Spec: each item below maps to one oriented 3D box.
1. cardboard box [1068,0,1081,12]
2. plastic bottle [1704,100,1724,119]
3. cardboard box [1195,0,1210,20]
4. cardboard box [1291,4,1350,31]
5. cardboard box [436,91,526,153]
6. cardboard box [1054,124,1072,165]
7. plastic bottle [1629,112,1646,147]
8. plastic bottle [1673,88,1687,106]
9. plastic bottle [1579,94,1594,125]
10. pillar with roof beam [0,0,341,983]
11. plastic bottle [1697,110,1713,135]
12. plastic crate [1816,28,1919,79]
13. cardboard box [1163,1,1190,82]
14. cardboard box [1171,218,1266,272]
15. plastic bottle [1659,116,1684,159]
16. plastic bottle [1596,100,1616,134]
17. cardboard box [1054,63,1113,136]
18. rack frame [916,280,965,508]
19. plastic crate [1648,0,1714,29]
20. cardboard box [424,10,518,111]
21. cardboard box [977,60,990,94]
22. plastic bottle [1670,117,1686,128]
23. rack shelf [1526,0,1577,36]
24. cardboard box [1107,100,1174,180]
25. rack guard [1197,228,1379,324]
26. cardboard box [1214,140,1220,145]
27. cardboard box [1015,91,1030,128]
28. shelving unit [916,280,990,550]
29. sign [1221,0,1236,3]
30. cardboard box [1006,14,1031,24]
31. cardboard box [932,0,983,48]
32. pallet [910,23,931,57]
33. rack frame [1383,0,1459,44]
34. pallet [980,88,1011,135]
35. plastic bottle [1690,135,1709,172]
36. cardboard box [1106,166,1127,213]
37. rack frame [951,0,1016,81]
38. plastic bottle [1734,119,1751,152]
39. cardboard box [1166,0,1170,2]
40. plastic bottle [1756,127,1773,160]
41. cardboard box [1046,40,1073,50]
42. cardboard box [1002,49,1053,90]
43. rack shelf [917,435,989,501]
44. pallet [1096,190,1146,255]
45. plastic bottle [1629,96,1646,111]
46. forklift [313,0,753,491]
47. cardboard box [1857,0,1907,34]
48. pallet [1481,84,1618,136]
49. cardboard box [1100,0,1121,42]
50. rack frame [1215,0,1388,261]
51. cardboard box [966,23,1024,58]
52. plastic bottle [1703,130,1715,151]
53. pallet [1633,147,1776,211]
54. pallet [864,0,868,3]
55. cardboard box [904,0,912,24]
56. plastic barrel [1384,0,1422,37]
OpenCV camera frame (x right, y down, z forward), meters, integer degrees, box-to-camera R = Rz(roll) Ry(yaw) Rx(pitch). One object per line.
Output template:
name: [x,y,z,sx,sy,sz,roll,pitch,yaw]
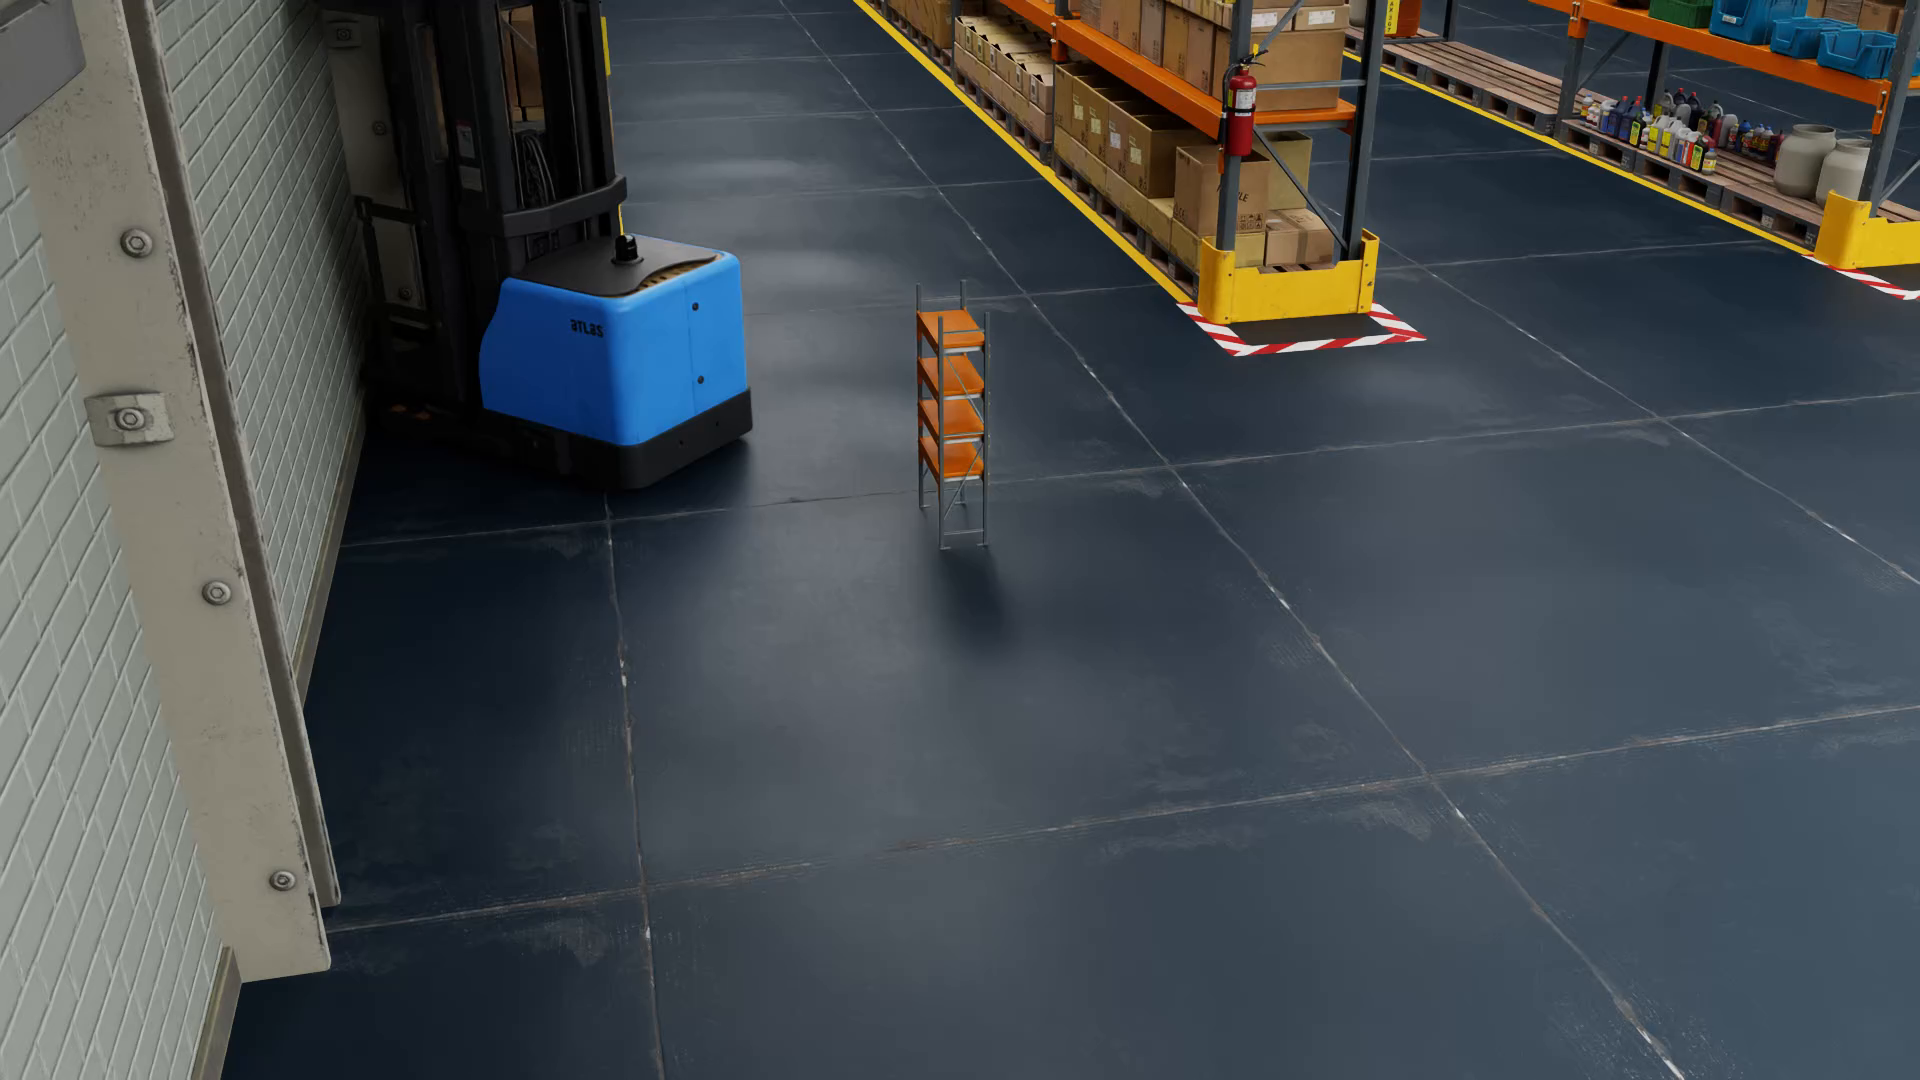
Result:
cardboard box: [1.154,-4.820,14.638,0.500,0.250,0.500,-4,27,-8]
plastic bottle: [6.677,-3.711,14.726,0.144,0.351,0.185,-6,27,-12]
cardboard box: [1.820,-3.629,11.280,0.380,0.149,0.250,-6,27,-12]
cardboard box: [2.331,-3.448,10.921,0.380,0.149,0.250,-6,27,-12]
cardboard box: [-2.910,-2.542,10.102,0.500,0.250,0.500,-6,27,-11]
cardboard box: [1.117,-3.401,14.245,0.500,0.250,0.500,-6,27,-12]
plastic bottle: [5.952,-3.605,14.589,0.061,0.283,0.133,-5,27,-9]
plastic bottle: [6.561,-3.937,15.173,0.144,0.351,0.185,-7,28,-13]
plastic bottle: [5.779,-3.971,15.328,0.097,0.271,0.097,0,27,0]
pillar with roof beam: [1.930,-3.116,4.436,9.100,9.000,0.400,-6,27,-12]
plastic bottle: [6.583,-3.660,14.698,0.061,0.283,0.133,-6,27,-12]
plastic crate: [6.632,-3.544,12.107,0.499,0.251,0.616,-6,27,-12]
cardboard box: [1.887,-3.619,11.980,0.700,0.500,0.500,-6,27,-11]
cardboard box: [1.801,-2.085,11.637,0.500,0.250,0.500,-6,27,-12]
plastic bottle: [6.093,-3.443,14.194,0.144,0.351,0.185,-5,27,-9]
plastic bottle: [5.879,-3.834,15.051,0.152,0.276,0.135,-5,27,-10]
cardboard box: [1.107,-3.735,14.074,0.500,0.500,0.500,-6,27,-12]
rack frame: [-0.092,-0.715,8.336,0.240,1.200,0.015,-6,27,-12]
plastic crate: [6.166,-4.458,13.988,0.450,0.188,0.662,-6,27,-12]
cardboard box: [-2.929,-2.877,9.933,0.500,0.500,0.500,-6,27,-12]
cardboard box: [0.476,-4.684,16.786,0.500,0.250,0.500,-7,28,-13]
plastic bottle: [6.189,-3.517,14.425,0.152,0.276,0.135,-6,27,-12]
rack shelf: [5.684,-5.734,17.079,1.077,0.370,4.000,-6,27,-12]
cardboard box: [1.448,-3.077,12.770,0.500,0.500,0.500,-6,27,-12]
rack guard: [2.215,-1.793,11.248,1.175,0.500,0.348,-6,27,-12]
cardboard box: [2.066,-2.910,12.439,0.500,0.500,0.500,-6,27,-12]
cardboard box: [0.820,-4.010,15.452,0.500,0.250,0.500,-6,27,-12]
shelving unit: [-0.037,-0.608,8.124,0.258,1.200,0.503,-6,27,-12]
sign: [1.678,-3.493,10.294,0.100,0.325,0.005,-6,27,-12]
cardboard box: [0.765,-5.437,17.656,0.500,0.311,0.500,-5,27,-10]
cardboard box: [-0.033,-5.899,18.894,0.500,0.500,0.500,-5,27,-10]
pallet: [0.004,-6.053,20.008,1.003,0.211,1.213,-6,27,-12]
rack frame: [5.233,-6.933,18.657,1.000,3.000,0.127,-6,27,-12]
pallet: [0.826,-4.287,16.509,1.003,0.211,1.213,-6,27,-12]
plastic bottle: [6.151,-3.216,13.819,0.061,0.283,0.133,-5,27,-10]
cardboard box: [1.451,-2.742,12.940,0.500,0.250,0.500,-6,27,-12]
rack frame: [0.407,-6.432,17.664,1.000,3.000,0.127,-6,27,-12]
plastic bottle: [6.786,-3.510,14.415,0.097,0.271,0.097,0,27,0]
cardboard box: [1.644,-3.970,11.957,0.380,0.149,0.250,-5,27,-10]
plastic bottle: [6.854,-3.377,14.152,0.097,0.271,0.097,0,27,0]
cardboard box: [1.110,-4.767,16.329,0.500,0.311,0.500,-5,27,-10]
cardboard box: [0.704,-4.482,15.763,0.500,0.311,0.500,-6,27,-12]
rack shelf: [-0.037,-0.371,8.243,0.258,0.148,0.480,-6,27,-12]
pallet: [1.725,-2.541,13.049,1.003,0.211,1.213,-6,27,-12]
plastic bottle: [6.053,-3.809,14.919,0.144,0.351,0.185,-6,27,-12]
forklift: [-2.689,-2.045,9.049,3.031,2.935,1.130,15,31,28]
cardboard box: [10.501,-5.734,18.567,0.700,0.500,0.500,-4,27,-7]
pallet: [5.920,-4.273,16.481,1.003,0.211,1.213,-6,27,-12]
cardboard box: [1.539,-4.295,13.320,0.700,0.500,0.500,-6,27,-12]
rack frame: [2.209,-2.920,10.705,1.000,3.000,0.127,-6,27,-12]
cardboard box: [0.365,-5.152,17.092,0.500,0.311,0.500,-7,28,-13]
plastic bottle: [6.269,-3.291,13.967,0.061,0.283,0.133,-6,27,-12]
pallet: [6.524,-3.096,14.150,1.003,0.211,1.213,-6,27,-12]
pallet: [-0.927,-7.781,23.432,1.003,0.211,1.213,-6,27,-12]
cardboard box: [-0.387,-6.578,20.239,0.500,0.500,0.500,-6,27,-11]
plastic barrel: [5.106,-6.365,19.473,0.600,0.830,0.708,-6,27,-12]
